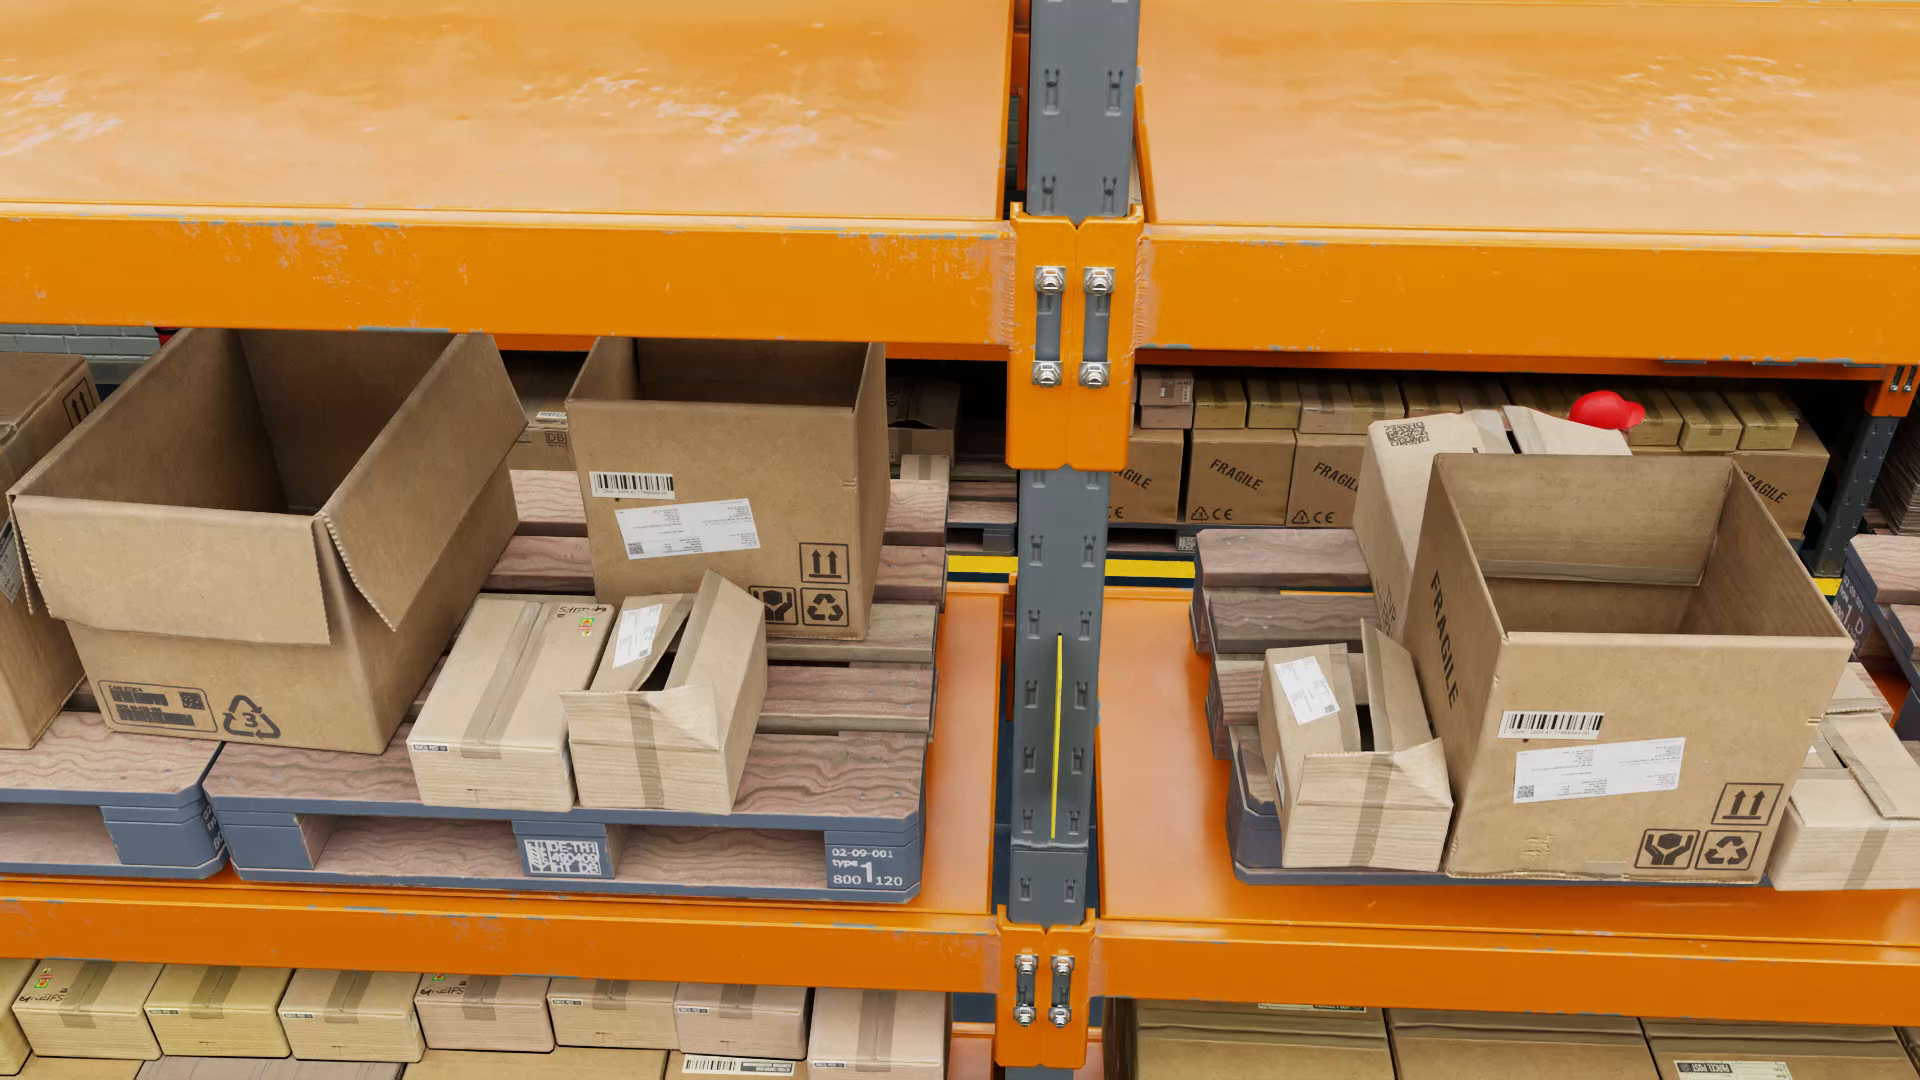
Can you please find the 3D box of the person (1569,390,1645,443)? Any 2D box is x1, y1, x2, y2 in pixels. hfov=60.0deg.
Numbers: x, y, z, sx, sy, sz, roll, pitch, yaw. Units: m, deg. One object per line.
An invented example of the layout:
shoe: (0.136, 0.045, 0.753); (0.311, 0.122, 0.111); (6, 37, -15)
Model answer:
person: (2.503, 0.132, 6.903); (0.929, 1.760, 0.567); (6, 36, 8)
